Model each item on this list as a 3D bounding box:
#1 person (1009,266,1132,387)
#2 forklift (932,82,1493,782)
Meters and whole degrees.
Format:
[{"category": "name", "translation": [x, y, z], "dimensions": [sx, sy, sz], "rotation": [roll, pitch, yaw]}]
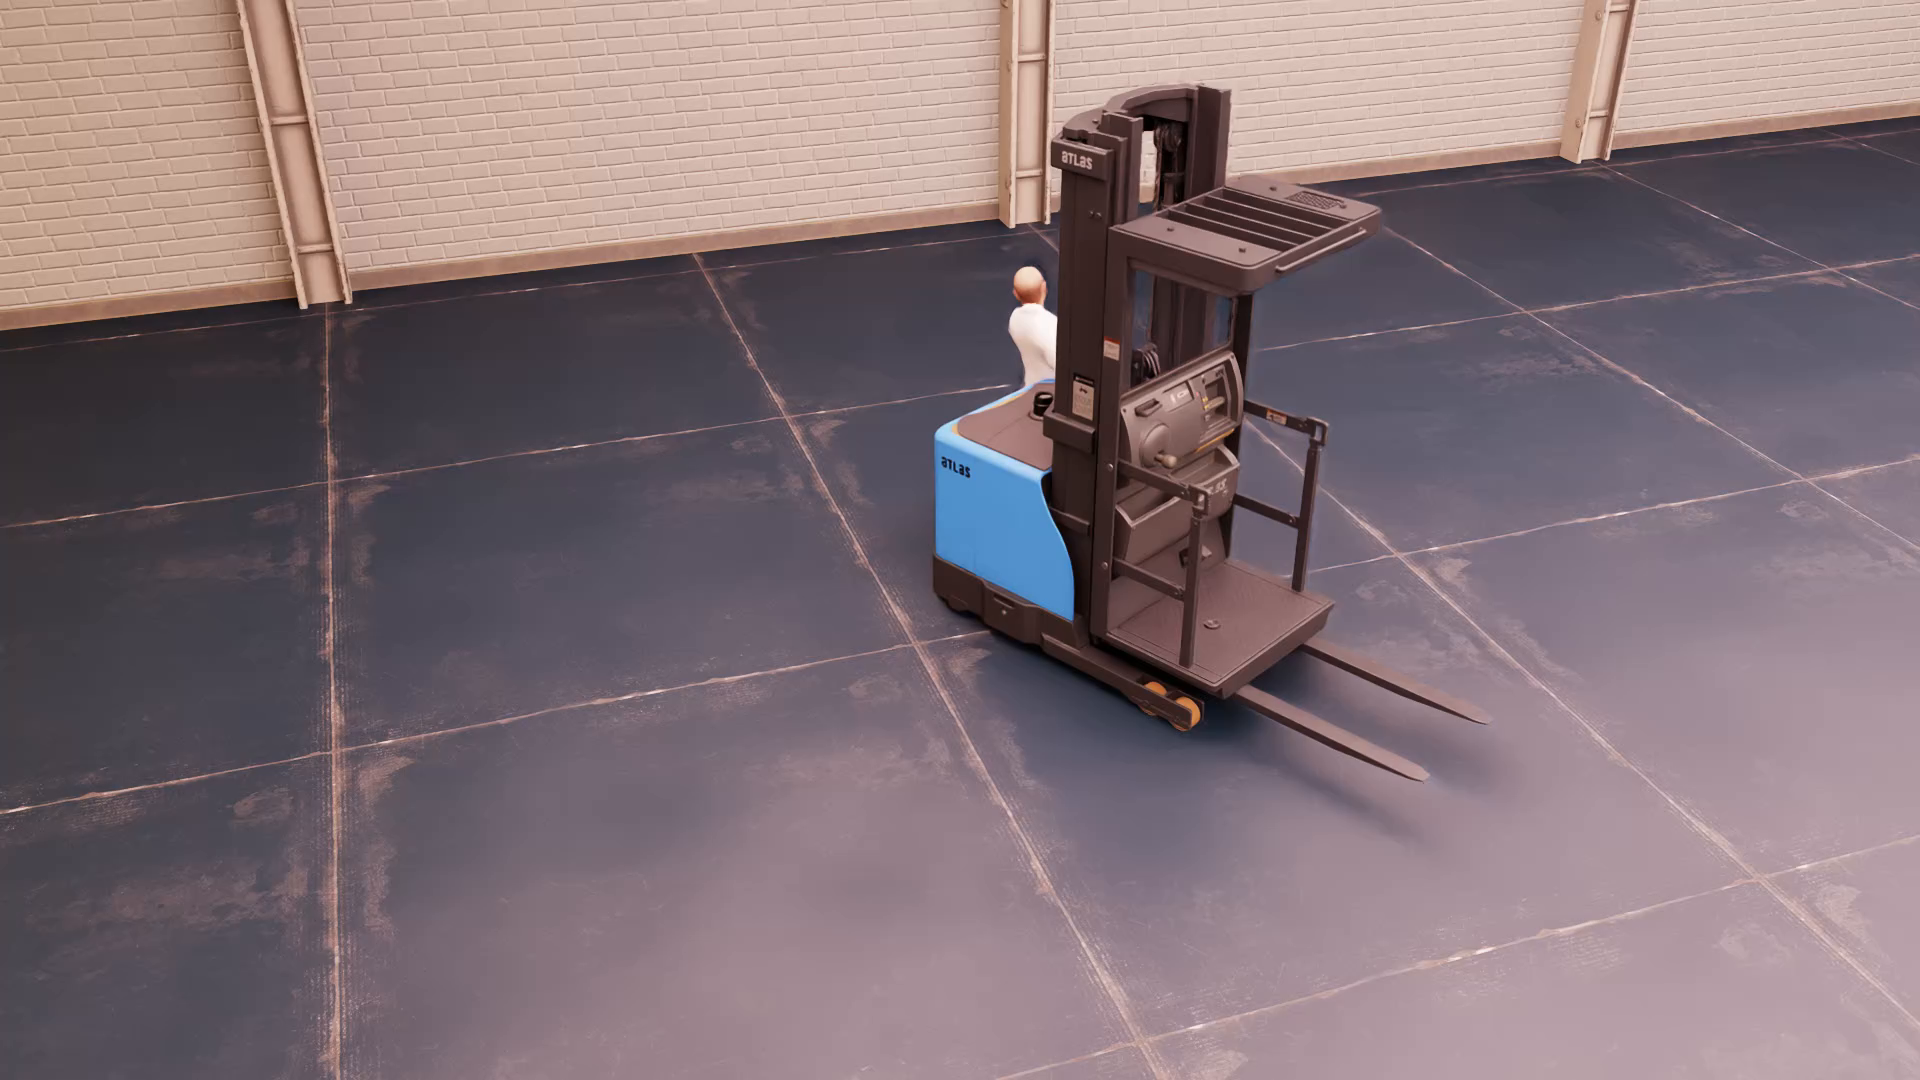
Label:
[{"category": "person", "translation": [0.621, -0.785, 9.763], "dimensions": [0.941, 1.662, 0.815], "rotation": [-22, 37, -33]}, {"category": "forklift", "translation": [1.263, -0.606, 8.141], "dimensions": [3.031, 2.935, 1.130], "rotation": [25, 38, 37]}]
